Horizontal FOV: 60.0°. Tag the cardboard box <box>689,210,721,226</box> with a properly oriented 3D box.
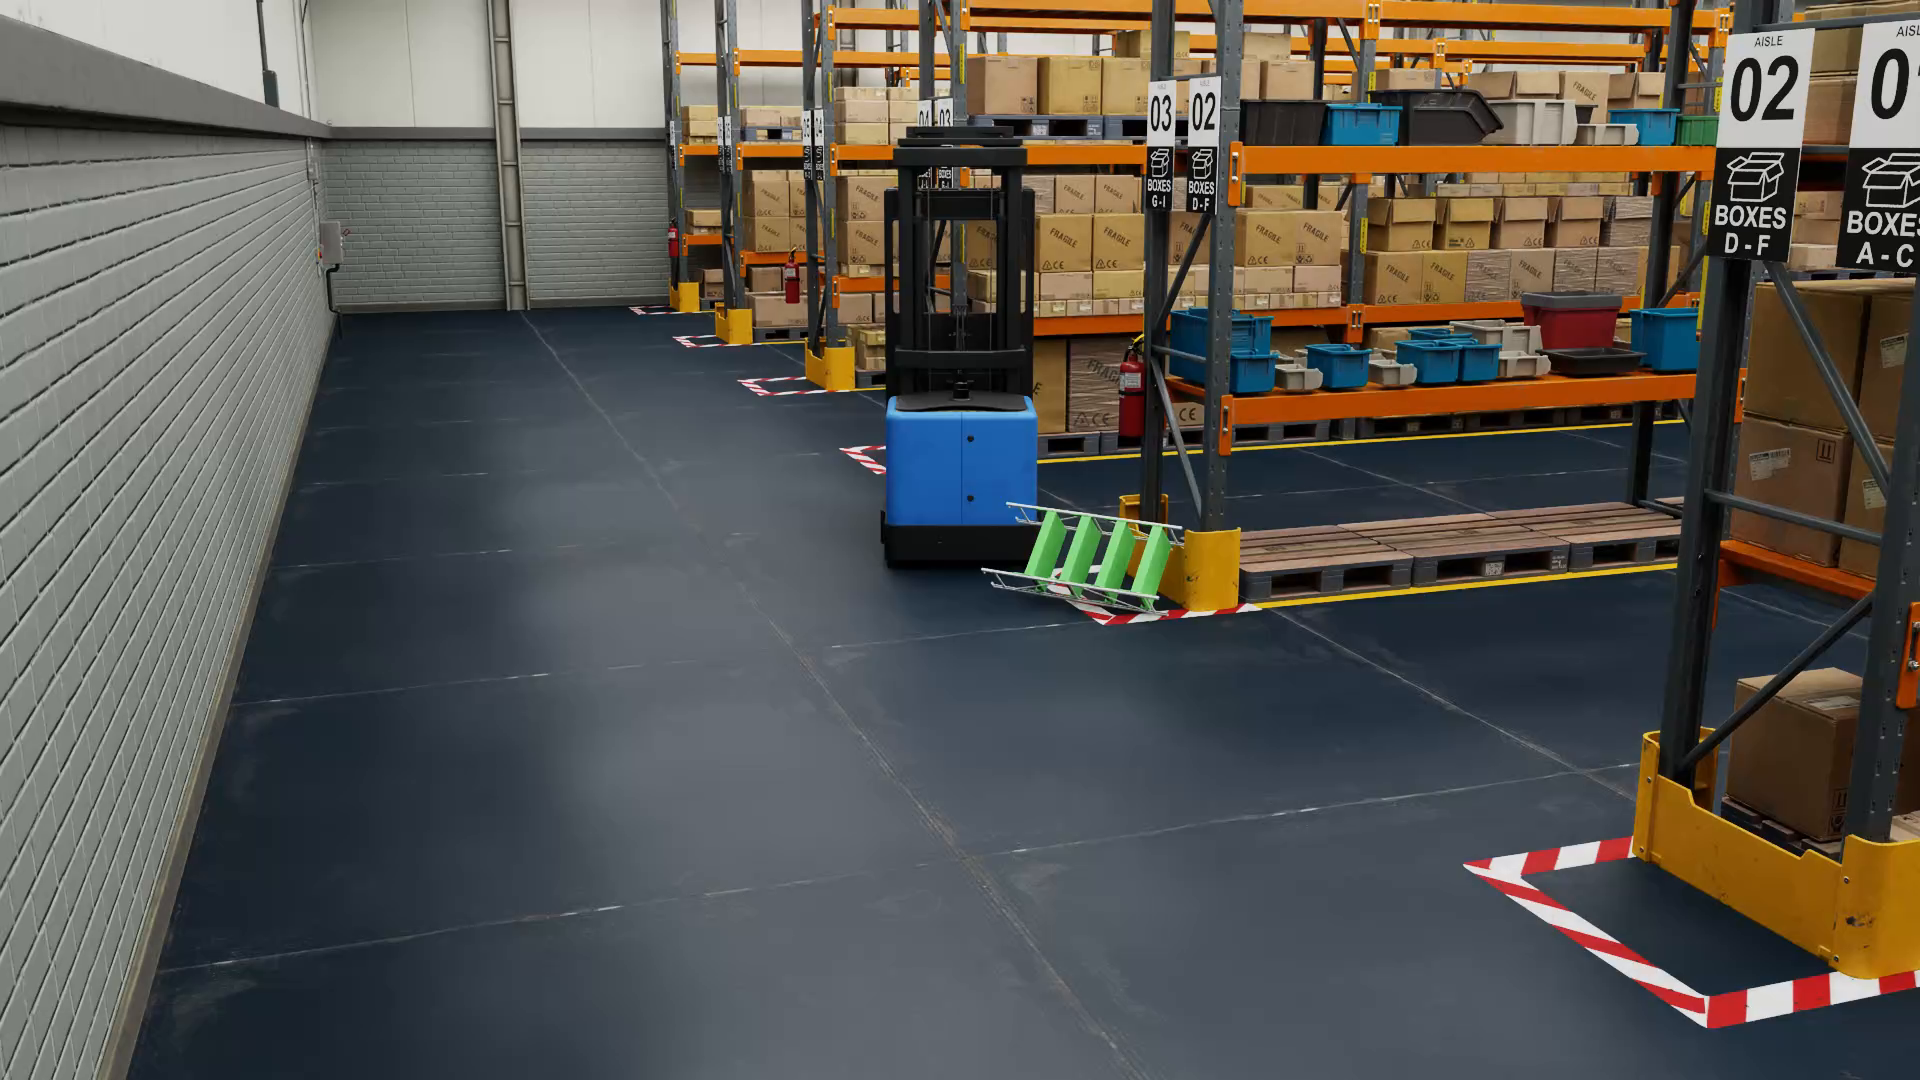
[{"bbox_3d":[-4.387,-5.551,28.678,0.500,0.250,0.500,-4,14,-18],"label":"cardboard box"}]

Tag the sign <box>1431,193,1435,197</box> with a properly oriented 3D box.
[{"bbox_3d":[6.122,-4.335,21.554,0.005,0.325,0.100,-4,14,-18],"label":"sign"}]

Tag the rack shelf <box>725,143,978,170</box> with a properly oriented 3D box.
[{"bbox_3d":[-1.421,-5.673,24.584,4.000,0.370,1.077,-4,14,-18],"label":"rack shelf"}]

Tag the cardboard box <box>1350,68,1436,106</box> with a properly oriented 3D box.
[{"bbox_3d":[4.181,-4.295,16.113,0.500,0.500,0.700,-4,14,-17],"label":"cardboard box"}]

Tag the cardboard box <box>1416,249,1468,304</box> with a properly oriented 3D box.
[{"bbox_3d":[4.627,-2.603,16.388,0.500,0.500,0.500,-4,14,-18],"label":"cardboard box"}]

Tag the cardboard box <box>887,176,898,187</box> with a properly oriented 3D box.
[{"bbox_3d":[-0.656,-4.031,19.590,0.500,0.500,0.500,-4,14,-16],"label":"cardboard box"}]

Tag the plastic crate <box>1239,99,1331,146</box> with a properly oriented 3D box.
[{"bbox_3d":[1.877,-2.520,10.053,0.590,0.269,0.497,-4,14,-18],"label":"plastic crate"}]

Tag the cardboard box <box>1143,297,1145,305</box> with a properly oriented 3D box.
[{"bbox_3d":[1.743,-2.188,15.403,0.250,0.149,0.380,-5,14,-19],"label":"cardboard box"}]

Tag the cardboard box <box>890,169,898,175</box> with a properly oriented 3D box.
[{"bbox_3d":[-0.948,-5.389,24.539,0.250,0.149,0.380,-5,14,-19],"label":"cardboard box"}]

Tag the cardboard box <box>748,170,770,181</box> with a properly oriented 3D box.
[{"bbox_3d":[-2.892,-5.232,23.880,0.250,0.149,0.380,-4,14,-17],"label":"cardboard box"}]

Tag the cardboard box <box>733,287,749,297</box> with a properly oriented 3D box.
[{"bbox_3d":[-3.878,-4.369,29.282,0.250,0.149,0.380,-5,14,-20],"label":"cardboard box"}]

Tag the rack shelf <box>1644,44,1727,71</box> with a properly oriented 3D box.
[{"bbox_3d":[11.627,-6.745,23.474,4.000,0.370,1.077,-4,14,-18],"label":"rack shelf"}]

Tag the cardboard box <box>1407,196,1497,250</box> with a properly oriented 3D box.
[{"bbox_3d":[4.892,-3.172,16.611,0.637,0.503,0.797,-4,14,-17],"label":"cardboard box"}]

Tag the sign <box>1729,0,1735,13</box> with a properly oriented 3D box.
[{"bbox_3d":[2.842,-2.083,6.023,0.005,0.325,0.100,-4,14,-18],"label":"sign"}]

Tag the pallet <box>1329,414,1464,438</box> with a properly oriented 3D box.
[{"bbox_3d":[4.342,-1.255,16.962,1.213,0.211,1.003,-4,14,-18],"label":"pallet"}]

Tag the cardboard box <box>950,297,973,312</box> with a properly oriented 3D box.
[{"bbox_3d":[0.076,-2.219,15.533,0.250,0.149,0.380,-4,14,-17],"label":"cardboard box"}]

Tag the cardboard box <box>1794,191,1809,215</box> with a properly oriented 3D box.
[{"bbox_3d":[11.631,-4.958,23.849,0.500,0.550,0.875,-4,14,-18],"label":"cardboard box"}]

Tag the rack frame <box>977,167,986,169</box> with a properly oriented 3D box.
[{"bbox_3d":[0.474,-4.712,25.468,0.127,3.000,1.000,-4,14,-18],"label":"rack frame"}]

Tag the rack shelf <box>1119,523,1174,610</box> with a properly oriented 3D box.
[{"bbox_3d":[1.152,0.169,10.253,0.148,0.480,0.258,9,-26,27],"label":"rack shelf"}]

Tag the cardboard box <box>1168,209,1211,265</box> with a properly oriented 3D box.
[{"bbox_3d":[2.139,-2.921,16.003,0.500,0.500,0.500,-5,14,-20],"label":"cardboard box"}]

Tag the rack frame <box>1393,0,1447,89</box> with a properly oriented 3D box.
[{"bbox_3d":[5.940,-6.847,21.482,0.127,3.000,1.000,-4,14,-18],"label":"rack frame"}]

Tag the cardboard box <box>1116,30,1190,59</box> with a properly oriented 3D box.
[{"bbox_3d":[1.762,-4.515,15.202,0.500,0.250,0.500,-5,14,-20],"label":"cardboard box"}]

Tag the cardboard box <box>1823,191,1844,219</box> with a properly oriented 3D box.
[{"bbox_3d":[10.420,-3.597,18.578,1.000,1.000,1.000,-4,14,-18],"label":"cardboard box"}]

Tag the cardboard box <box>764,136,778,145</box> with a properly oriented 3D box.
[{"bbox_3d":[-3.309,-6.903,28.743,0.250,0.149,0.380,-5,14,-19],"label":"cardboard box"}]

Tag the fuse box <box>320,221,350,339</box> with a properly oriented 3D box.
[{"bbox_3d":[-9.185,-3.840,24.587,0.414,1.711,0.539,-4,14,-18],"label":"fuse box"}]

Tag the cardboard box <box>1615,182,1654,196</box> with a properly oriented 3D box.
[{"bbox_3d":[9.262,-4.721,23.131,0.500,0.500,0.700,-5,14,-19],"label":"cardboard box"}]

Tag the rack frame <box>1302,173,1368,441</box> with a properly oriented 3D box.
[{"bbox_3d":[3.635,-2.538,16.331,0.127,3.000,1.000,-4,14,-18],"label":"rack frame"}]

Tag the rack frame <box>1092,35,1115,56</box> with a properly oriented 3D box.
[{"bbox_3d":[2.679,-9.014,30.591,0.127,3.000,1.000,-4,14,-18],"label":"rack frame"}]

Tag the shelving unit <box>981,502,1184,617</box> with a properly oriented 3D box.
[{"bbox_3d":[0.786,0.113,10.444,1.200,0.503,0.258,9,-26,27],"label":"shelving unit"}]

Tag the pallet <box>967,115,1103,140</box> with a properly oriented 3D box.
[{"bbox_3d":[0.544,-3.716,14.993,1.213,0.211,1.003,-4,14,-18],"label":"pallet"}]

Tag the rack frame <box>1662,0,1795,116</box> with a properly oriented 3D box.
[{"bbox_3d":[5.215,-4.370,11.070,0.127,3.000,1.000,-4,14,-18],"label":"rack frame"}]

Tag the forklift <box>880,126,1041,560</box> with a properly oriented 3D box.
[{"bbox_3d":[-0.009,-1.570,12.410,1.130,2.935,3.031,0,13,-1],"label":"forklift"}]

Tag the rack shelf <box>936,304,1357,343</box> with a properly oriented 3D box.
[{"bbox_3d":[1.739,-2.040,15.793,4.000,0.370,1.077,-4,14,-18],"label":"rack shelf"}]

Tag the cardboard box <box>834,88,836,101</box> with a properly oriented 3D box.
[{"bbox_3d":[-1.421,-5.251,19.635,0.250,0.149,0.380,-5,14,-19],"label":"cardboard box"}]

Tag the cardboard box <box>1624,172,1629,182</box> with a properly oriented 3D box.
[{"bbox_3d":[11.433,-6.191,28.670,0.500,0.500,0.700,-5,14,-19],"label":"cardboard box"}]

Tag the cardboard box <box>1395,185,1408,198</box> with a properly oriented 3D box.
[{"bbox_3d":[7.222,-5.578,27.346,0.500,0.500,0.500,-4,14,-18],"label":"cardboard box"}]

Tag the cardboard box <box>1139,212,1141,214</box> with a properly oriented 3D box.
[{"bbox_3d":[2.924,-5.005,25.944,0.500,0.250,0.500,-5,14,-20],"label":"cardboard box"}]

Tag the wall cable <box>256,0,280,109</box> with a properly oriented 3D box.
[{"bbox_3d":[-6.615,-7.065,15.447,0.120,5.999,2.277,-4,14,-18],"label":"wall cable"}]

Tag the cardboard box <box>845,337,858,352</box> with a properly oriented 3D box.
[{"bbox_3d":[-1.233,-2.402,20.368,0.250,0.149,0.380,-5,14,-20],"label":"cardboard box"}]

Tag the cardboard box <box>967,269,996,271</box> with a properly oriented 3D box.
[{"bbox_3d":[0.219,-2.409,15.468,0.500,0.250,0.500,-5,14,-19],"label":"cardboard box"}]

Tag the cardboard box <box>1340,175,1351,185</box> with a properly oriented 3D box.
[{"bbox_3d":[6.501,-5.955,27.529,0.250,0.149,0.380,-4,14,-15],"label":"cardboard box"}]

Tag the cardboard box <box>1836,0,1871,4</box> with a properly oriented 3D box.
[{"bbox_3d":[3.482,-2.106,5.654,0.500,0.500,0.700,-4,14,-18],"label":"cardboard box"}]

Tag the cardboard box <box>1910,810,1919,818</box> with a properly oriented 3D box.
[{"bbox_3d":[3.743,1.121,6.122,0.250,0.166,0.380,-4,14,-18],"label":"cardboard box"}]

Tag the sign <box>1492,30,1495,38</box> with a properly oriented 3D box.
[{"bbox_3d":[10.421,-9.977,32.451,0.005,0.325,0.100,-4,14,-18],"label":"sign"}]

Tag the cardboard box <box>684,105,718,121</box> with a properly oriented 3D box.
[{"bbox_3d":[-4.403,-7.257,28.287,0.500,0.250,0.500,-5,14,-19],"label":"cardboard box"}]

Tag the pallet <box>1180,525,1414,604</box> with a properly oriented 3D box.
[{"bbox_3d":[2.218,0.148,11.066,1.213,0.211,1.003,-4,14,-18],"label":"pallet"}]

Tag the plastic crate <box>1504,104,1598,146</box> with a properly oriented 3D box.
[{"bbox_3d":[3.950,-2.816,11.299,0.590,0.269,0.497,-4,14,-18],"label":"plastic crate"}]

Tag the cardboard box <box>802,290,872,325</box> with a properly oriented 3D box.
[{"bbox_3d":[-1.858,-3.514,25.064,0.875,0.438,0.875,-4,14,-17],"label":"cardboard box"}]

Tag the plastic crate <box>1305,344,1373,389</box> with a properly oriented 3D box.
[{"bbox_3d":[2.386,-1.099,10.513,0.300,0.233,0.416,-4,14,-18],"label":"plastic crate"}]

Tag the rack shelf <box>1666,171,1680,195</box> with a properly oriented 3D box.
[{"bbox_3d":[7.110,-2.709,12.121,4.000,0.370,1.077,-4,14,-18],"label":"rack shelf"}]

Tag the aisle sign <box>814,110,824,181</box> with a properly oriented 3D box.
[{"bbox_3d":[-1.616,-4.532,19.094,0.004,0.787,0.394,-4,14,-18],"label":"aisle sign"}]

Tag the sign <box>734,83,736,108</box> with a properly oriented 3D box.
[{"bbox_3d":[-3.145,-6.217,23.256,0.005,0.325,0.100,-4,14,-18],"label":"sign"}]

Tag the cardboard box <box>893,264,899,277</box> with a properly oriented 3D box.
[{"bbox_3d":[-0.731,-3.204,19.673,0.250,0.149,0.380,-5,14,-20],"label":"cardboard box"}]

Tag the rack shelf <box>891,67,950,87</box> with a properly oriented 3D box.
[{"bbox_3d":[0.783,-8.321,30.100,4.000,0.370,1.077,-4,14,-18],"label":"rack shelf"}]
